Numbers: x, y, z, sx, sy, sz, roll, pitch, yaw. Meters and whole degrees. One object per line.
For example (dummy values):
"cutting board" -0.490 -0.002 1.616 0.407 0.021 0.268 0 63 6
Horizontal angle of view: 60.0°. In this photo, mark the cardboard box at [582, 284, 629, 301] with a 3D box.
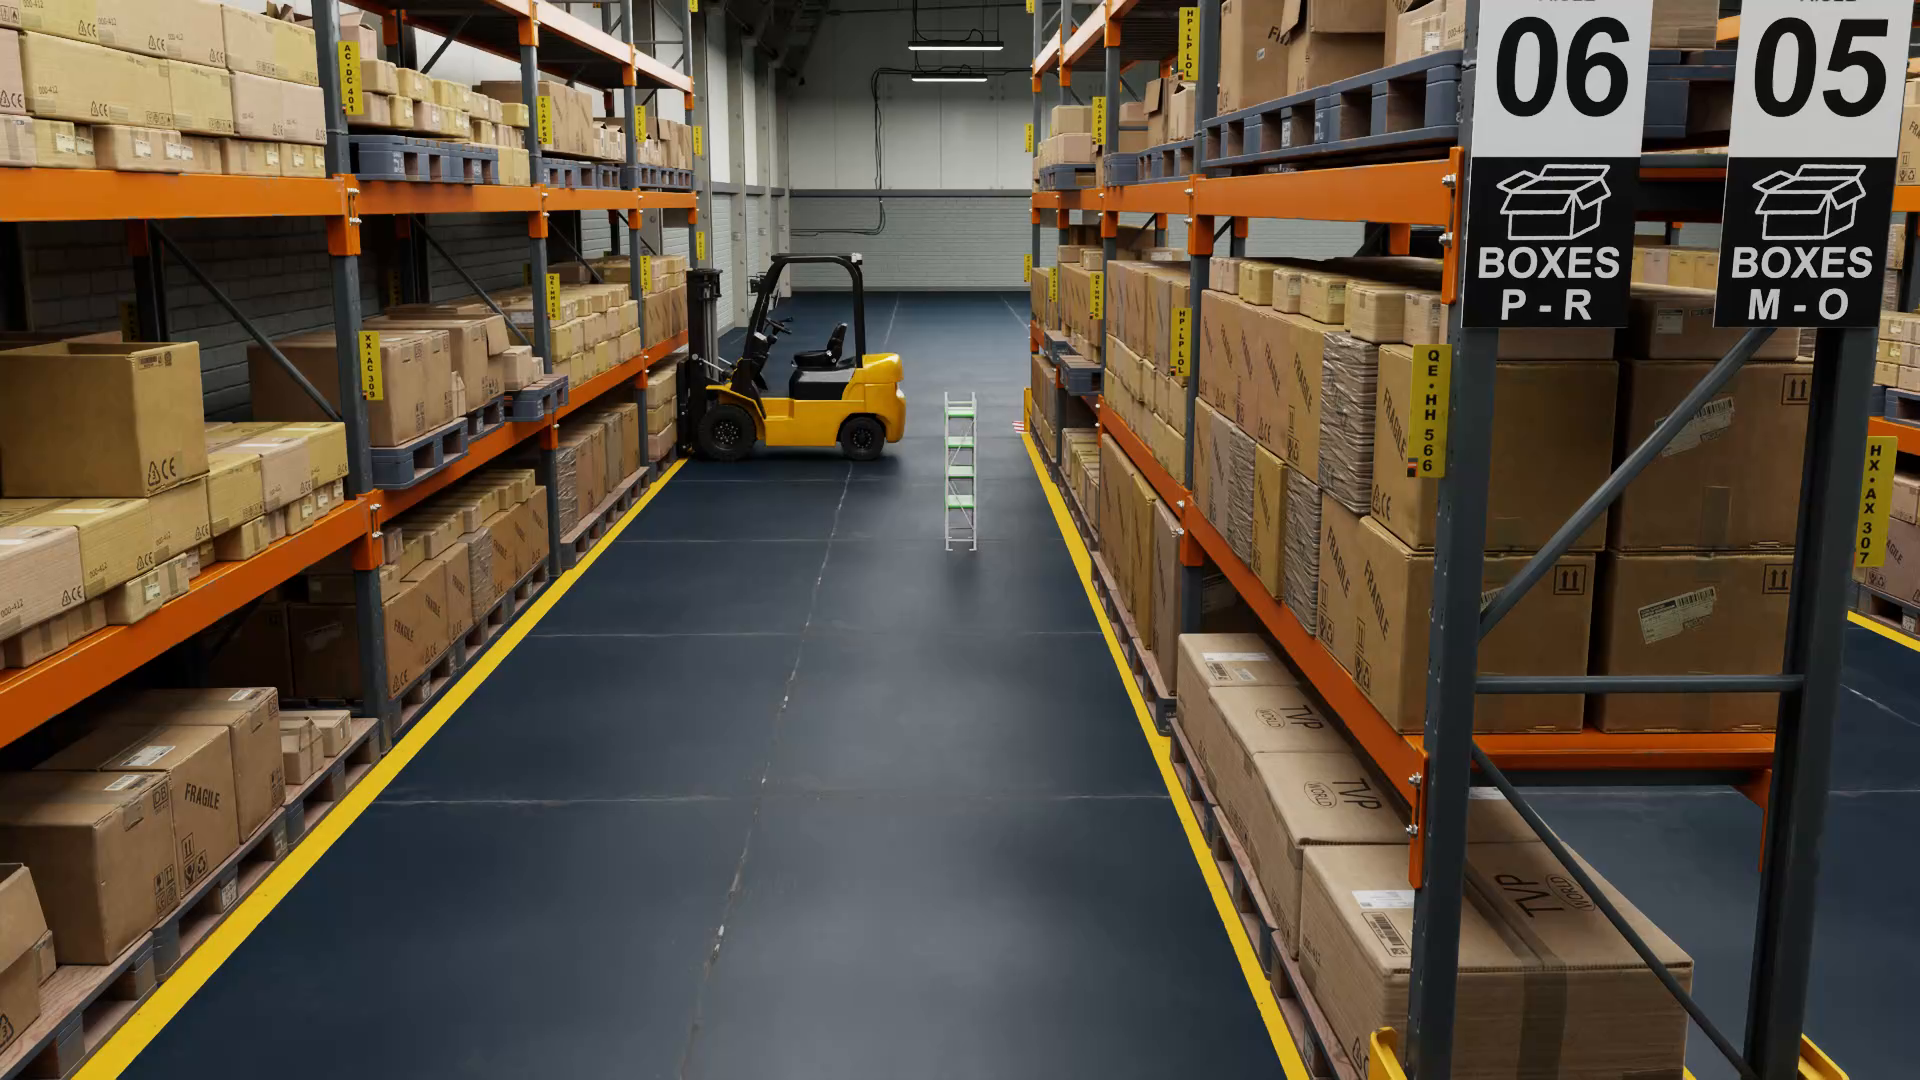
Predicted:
"cardboard box" -3.293 -2.293 15.435 0.380 0.149 0.250 0 11 1

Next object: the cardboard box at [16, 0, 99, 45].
"cardboard box" -3.048 -1.685 5.150 0.500 0.250 0.500 0 11 -2

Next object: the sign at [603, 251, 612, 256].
"sign" -4.159 -3.250 19.660 0.100 0.325 0.005 0 11 -1

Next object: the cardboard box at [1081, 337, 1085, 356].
"cardboard box" 1.156 -1.519 13.079 0.380 0.149 0.250 -1 11 -4

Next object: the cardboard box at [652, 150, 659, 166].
"cardboard box" -3.243 -3.838 16.714 0.380 0.149 0.250 0 11 1

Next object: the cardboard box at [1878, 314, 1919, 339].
"cardboard box" 6.295 -1.439 11.188 0.380 0.149 0.250 0 11 -1

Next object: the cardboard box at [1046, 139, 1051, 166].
"cardboard box" 1.052 -3.499 15.039 0.500 0.250 0.500 -1 11 -3

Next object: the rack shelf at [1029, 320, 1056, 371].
"rack shelf" 1.399 -2.059 17.975 1.077 0.370 4.000 0 11 -1

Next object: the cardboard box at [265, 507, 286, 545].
"cardboard box" -3.062 -0.062 6.953 0.380 0.149 0.250 0 11 0

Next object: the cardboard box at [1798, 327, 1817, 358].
"cardboard box" 6.193 -1.397 12.650 0.500 0.500 0.500 0 11 -1

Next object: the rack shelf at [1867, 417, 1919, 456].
"rack shelf" 6.512 -0.510 10.336 1.077 0.370 4.000 0 11 -1

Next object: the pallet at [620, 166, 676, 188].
"pallet" -3.588 -3.831 17.578 1.003 0.211 1.213 0 11 -1

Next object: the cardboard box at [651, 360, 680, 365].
"cardboard box" -3.246 -1.845 18.452 0.500 0.250 0.500 0 11 0

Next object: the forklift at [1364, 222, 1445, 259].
"forklift" 3.828 -1.368 12.932 1.130 2.935 3.031 11 16 43

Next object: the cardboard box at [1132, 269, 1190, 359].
"cardboard box" 1.311 -1.357 9.940 0.500 0.500 0.500 0 11 0

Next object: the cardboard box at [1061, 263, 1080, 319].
"cardboard box" 1.175 -2.221 14.907 0.500 0.500 0.500 0 11 -1

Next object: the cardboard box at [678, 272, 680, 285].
"cardboard box" -3.292 -2.883 18.342 0.380 0.149 0.250 -1 11 -3

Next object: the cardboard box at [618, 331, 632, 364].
"cardboard box" -3.234 -1.721 14.874 0.500 0.250 0.500 0 11 -1

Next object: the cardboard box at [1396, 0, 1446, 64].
"cardboard box" 1.708 -1.608 5.313 0.500 0.311 0.500 0 11 0

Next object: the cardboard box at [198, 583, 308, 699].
"cardboard box" -3.662 0.520 8.683 0.500 0.500 0.500 0 11 -1

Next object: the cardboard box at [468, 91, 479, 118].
"cardboard box" -3.109 -2.611 9.966 0.380 0.149 0.250 0 11 -1

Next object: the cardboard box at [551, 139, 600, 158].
"cardboard box" -3.179 -3.224 13.688 0.380 0.149 0.250 0 11 -2

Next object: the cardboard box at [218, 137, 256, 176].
"cardboard box" -3.054 -1.529 6.638 0.380 0.149 0.250 0 11 -1

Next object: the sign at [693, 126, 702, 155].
"sign" -3.062 -4.653 19.378 0.100 0.325 0.005 0 11 -1

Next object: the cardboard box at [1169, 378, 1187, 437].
"cardboard box" 1.354 -0.682 8.498 0.500 0.250 0.500 0 11 -1

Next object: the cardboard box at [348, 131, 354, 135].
"cardboard box" -3.509 -2.271 8.988 0.380 0.149 0.250 -1 11 -3

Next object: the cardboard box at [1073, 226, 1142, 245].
"cardboard box" 1.575 -3.092 17.743 0.700 0.500 0.500 0 11 -2

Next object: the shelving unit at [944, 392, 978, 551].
"shelving unit" 0.003 -0.555 13.278 0.258 1.200 0.503 0 11 -1

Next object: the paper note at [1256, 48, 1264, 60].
"paper note" 1.063 -1.722 5.892 0.006 0.032 0.123 0 11 -1

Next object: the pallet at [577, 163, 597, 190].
"pallet" -3.569 -2.933 13.400 1.003 0.211 1.213 0 11 1

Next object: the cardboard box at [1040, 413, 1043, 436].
"cardboard box" 1.125 -1.296 18.265 0.500 0.250 0.500 1 11 3

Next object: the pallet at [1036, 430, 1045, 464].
"pallet" 1.363 -1.024 18.077 1.003 0.211 1.213 0 11 -1

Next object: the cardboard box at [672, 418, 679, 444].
"cardboard box" -3.253 -1.152 17.553 0.500 0.250 0.500 0 11 0

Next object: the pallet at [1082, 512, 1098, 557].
"pallet" 1.509 -0.008 13.068 1.003 0.211 1.213 0 11 -1

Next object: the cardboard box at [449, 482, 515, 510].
"cardboard box" -3.178 -0.293 11.059 0.380 0.149 0.250 -1 11 -3

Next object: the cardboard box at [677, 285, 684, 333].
"cardboard box" -3.319 -2.536 18.262 0.500 0.500 0.500 0 11 -2

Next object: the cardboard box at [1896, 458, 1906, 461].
"cardboard box" 6.243 -0.470 11.676 0.500 0.250 0.500 -1 11 -4

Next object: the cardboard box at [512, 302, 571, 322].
"cardboard box" -3.189 -1.734 12.677 0.380 0.149 0.250 0 11 0

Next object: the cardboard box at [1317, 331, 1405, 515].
"cardboard box" 1.401 -0.367 5.056 0.500 0.500 0.500 0 11 -1

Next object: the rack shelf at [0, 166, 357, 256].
"rack shelf" -3.315 -1.123 5.815 1.077 0.370 4.000 0 11 -1

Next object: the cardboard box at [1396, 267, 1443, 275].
"cardboard box" 1.894 -0.967 6.383 0.380 0.149 0.250 0 11 -2

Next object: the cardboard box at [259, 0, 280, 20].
"cardboard box" -3.431 -2.414 7.904 0.396 0.266 0.258 0 11 -2

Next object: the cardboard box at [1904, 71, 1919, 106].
"cardboard box" 6.259 -2.919 10.684 0.396 0.266 0.258 0 11 -1

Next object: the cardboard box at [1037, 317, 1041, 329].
"cardboard box" 1.061 -2.464 18.793 0.380 0.149 0.250 0 11 0

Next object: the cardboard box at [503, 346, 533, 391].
"cardboard box" -3.094 -1.122 10.867 0.500 0.250 0.500 -1 11 -4

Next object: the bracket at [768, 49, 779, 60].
"bracket" -4.624 -12.040 41.221 0.235 0.232 0.430 0 11 -1

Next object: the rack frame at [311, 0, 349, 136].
"rack frame" -3.356 -3.343 7.405 1.000 3.000 0.127 0 11 -1

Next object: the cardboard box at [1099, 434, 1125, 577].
"cardboard box" 1.455 -0.246 11.516 0.875 0.875 0.875 0 11 -2

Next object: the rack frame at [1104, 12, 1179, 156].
"rack frame" 1.523 -4.159 11.428 1.000 3.000 0.127 0 11 -1

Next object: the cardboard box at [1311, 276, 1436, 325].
"cardboard box" 1.400 -0.810 5.609 0.380 0.149 0.250 0 11 0

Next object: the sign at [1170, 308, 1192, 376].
"sign" 1.064 -0.949 7.978 0.100 0.325 0.005 0 11 -1

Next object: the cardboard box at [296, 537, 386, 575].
"cardboard box" -3.158 0.080 8.470 0.380 0.149 0.250 0 11 -2
